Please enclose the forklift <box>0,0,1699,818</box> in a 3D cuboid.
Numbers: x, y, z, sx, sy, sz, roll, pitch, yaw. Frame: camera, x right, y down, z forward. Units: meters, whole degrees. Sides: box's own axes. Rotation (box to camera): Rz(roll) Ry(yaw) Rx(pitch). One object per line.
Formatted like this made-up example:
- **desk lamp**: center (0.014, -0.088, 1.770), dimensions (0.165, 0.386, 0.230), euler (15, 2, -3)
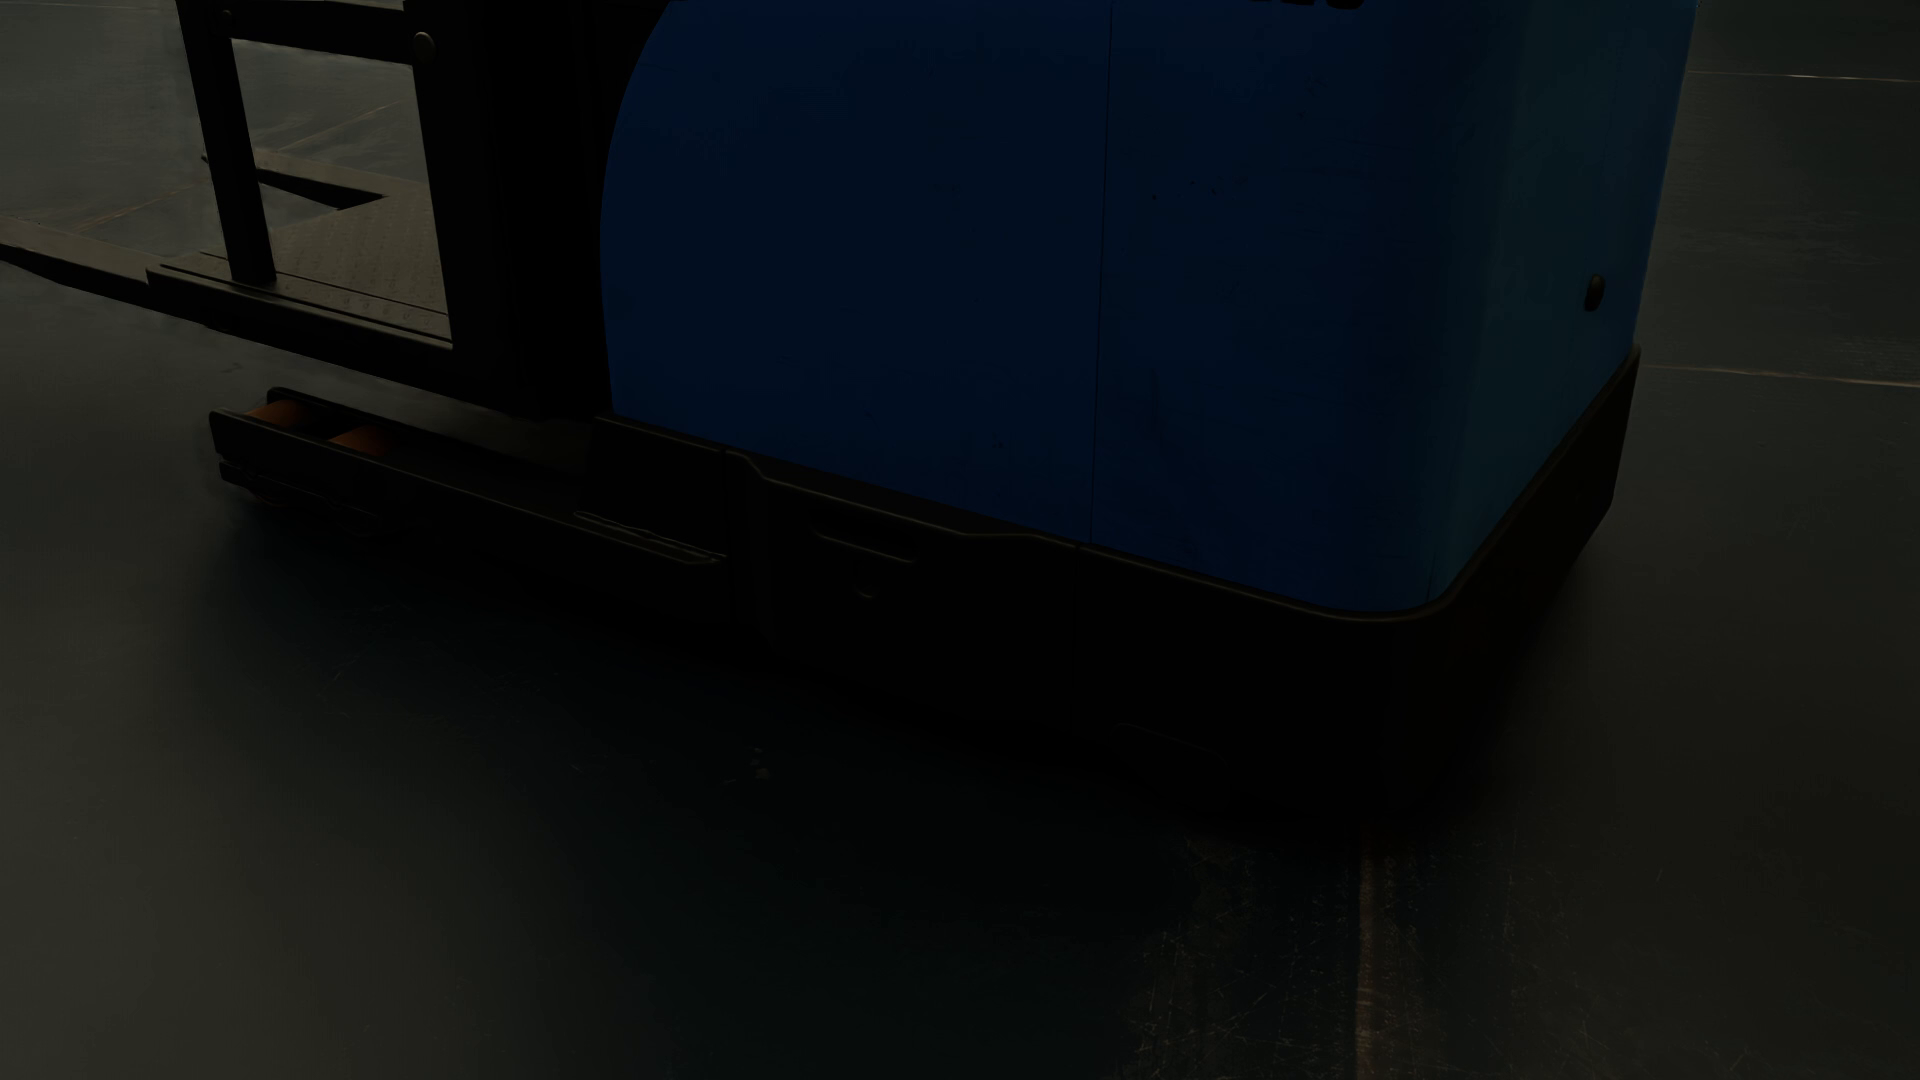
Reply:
- **forklift**: center (-0.554, -1.495, 2.209), dimensions (3.031, 2.935, 1.130), euler (16, 31, 28)
